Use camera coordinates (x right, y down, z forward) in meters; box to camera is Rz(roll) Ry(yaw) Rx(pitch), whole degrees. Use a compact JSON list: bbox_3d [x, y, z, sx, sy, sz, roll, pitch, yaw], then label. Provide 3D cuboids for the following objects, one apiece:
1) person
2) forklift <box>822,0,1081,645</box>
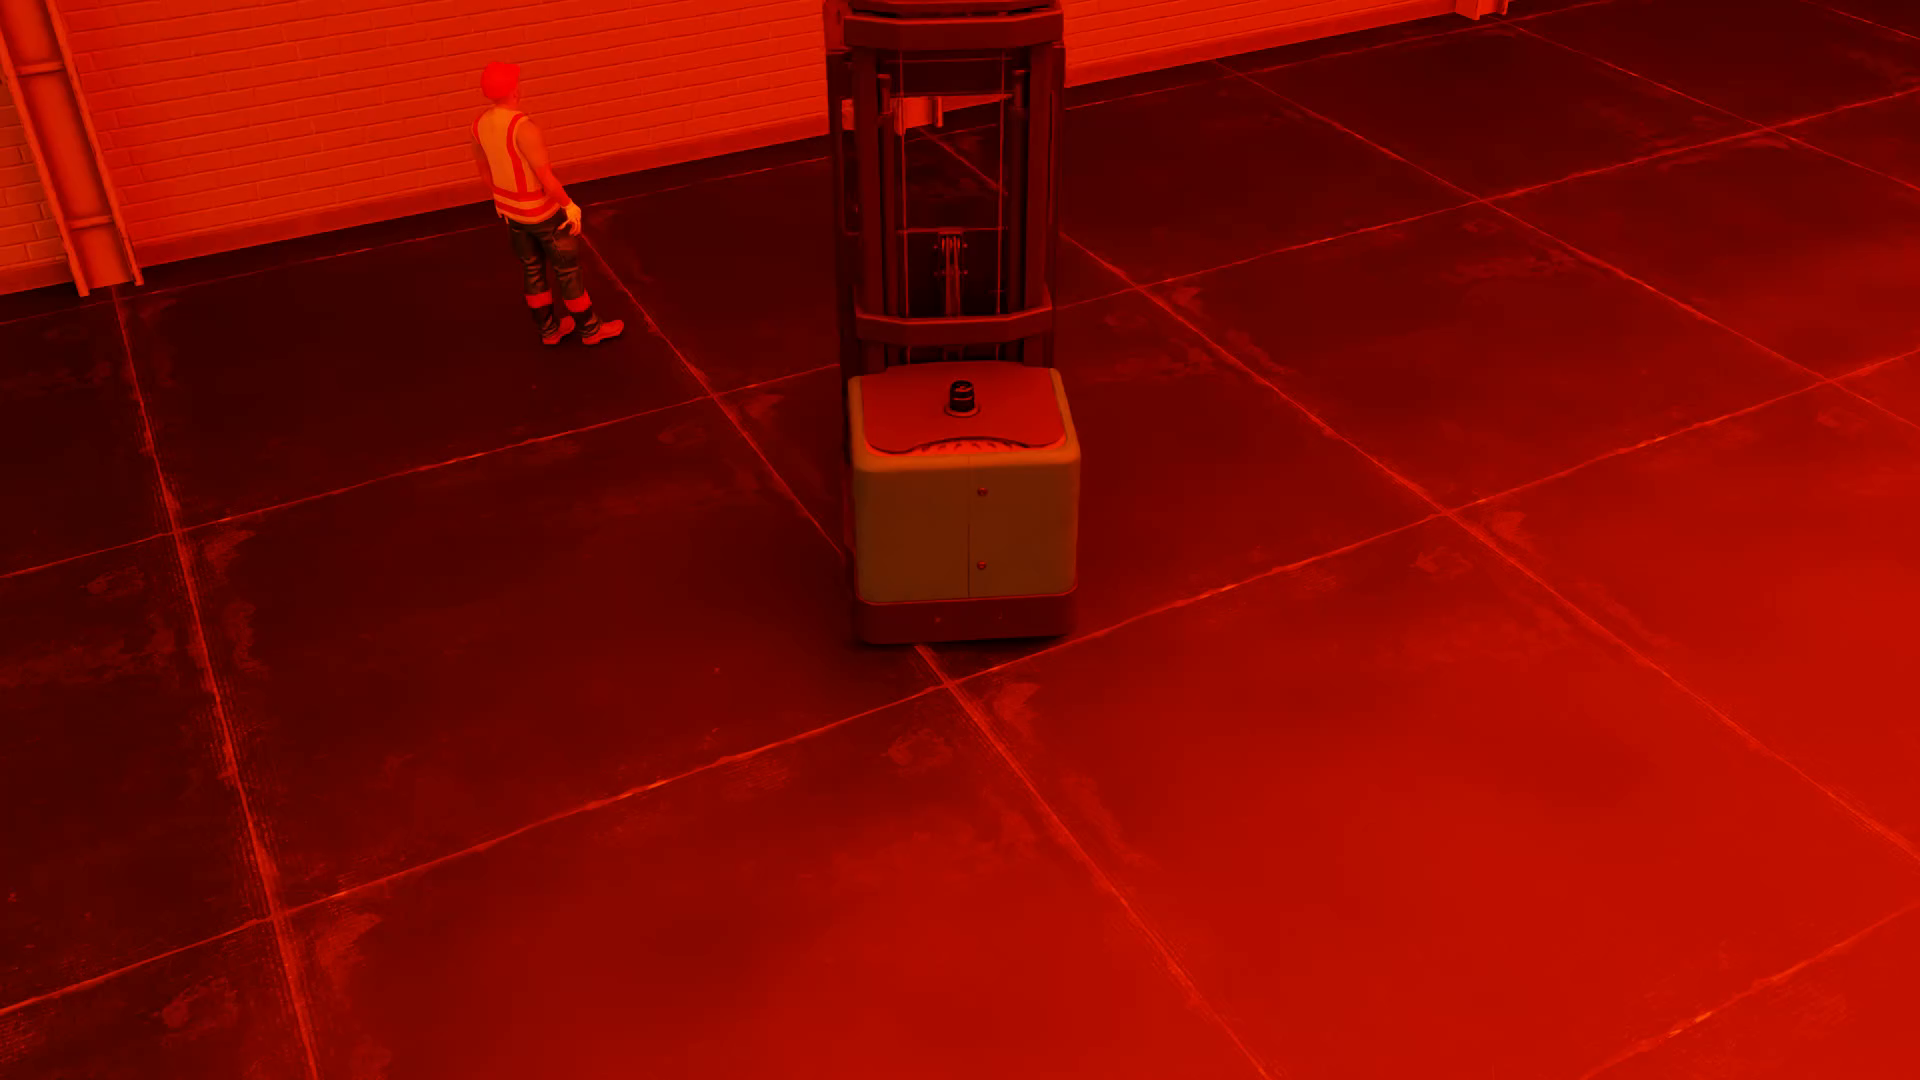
[{"bbox_3d":[-2.501,-2.009,9.941,0.638,1.787,0.566,19,39,24],"label":"person"},{"bbox_3d":[-0.087,-1.536,8.296,1.130,2.935,3.031,-3,35,-4],"label":"forklift"}]
